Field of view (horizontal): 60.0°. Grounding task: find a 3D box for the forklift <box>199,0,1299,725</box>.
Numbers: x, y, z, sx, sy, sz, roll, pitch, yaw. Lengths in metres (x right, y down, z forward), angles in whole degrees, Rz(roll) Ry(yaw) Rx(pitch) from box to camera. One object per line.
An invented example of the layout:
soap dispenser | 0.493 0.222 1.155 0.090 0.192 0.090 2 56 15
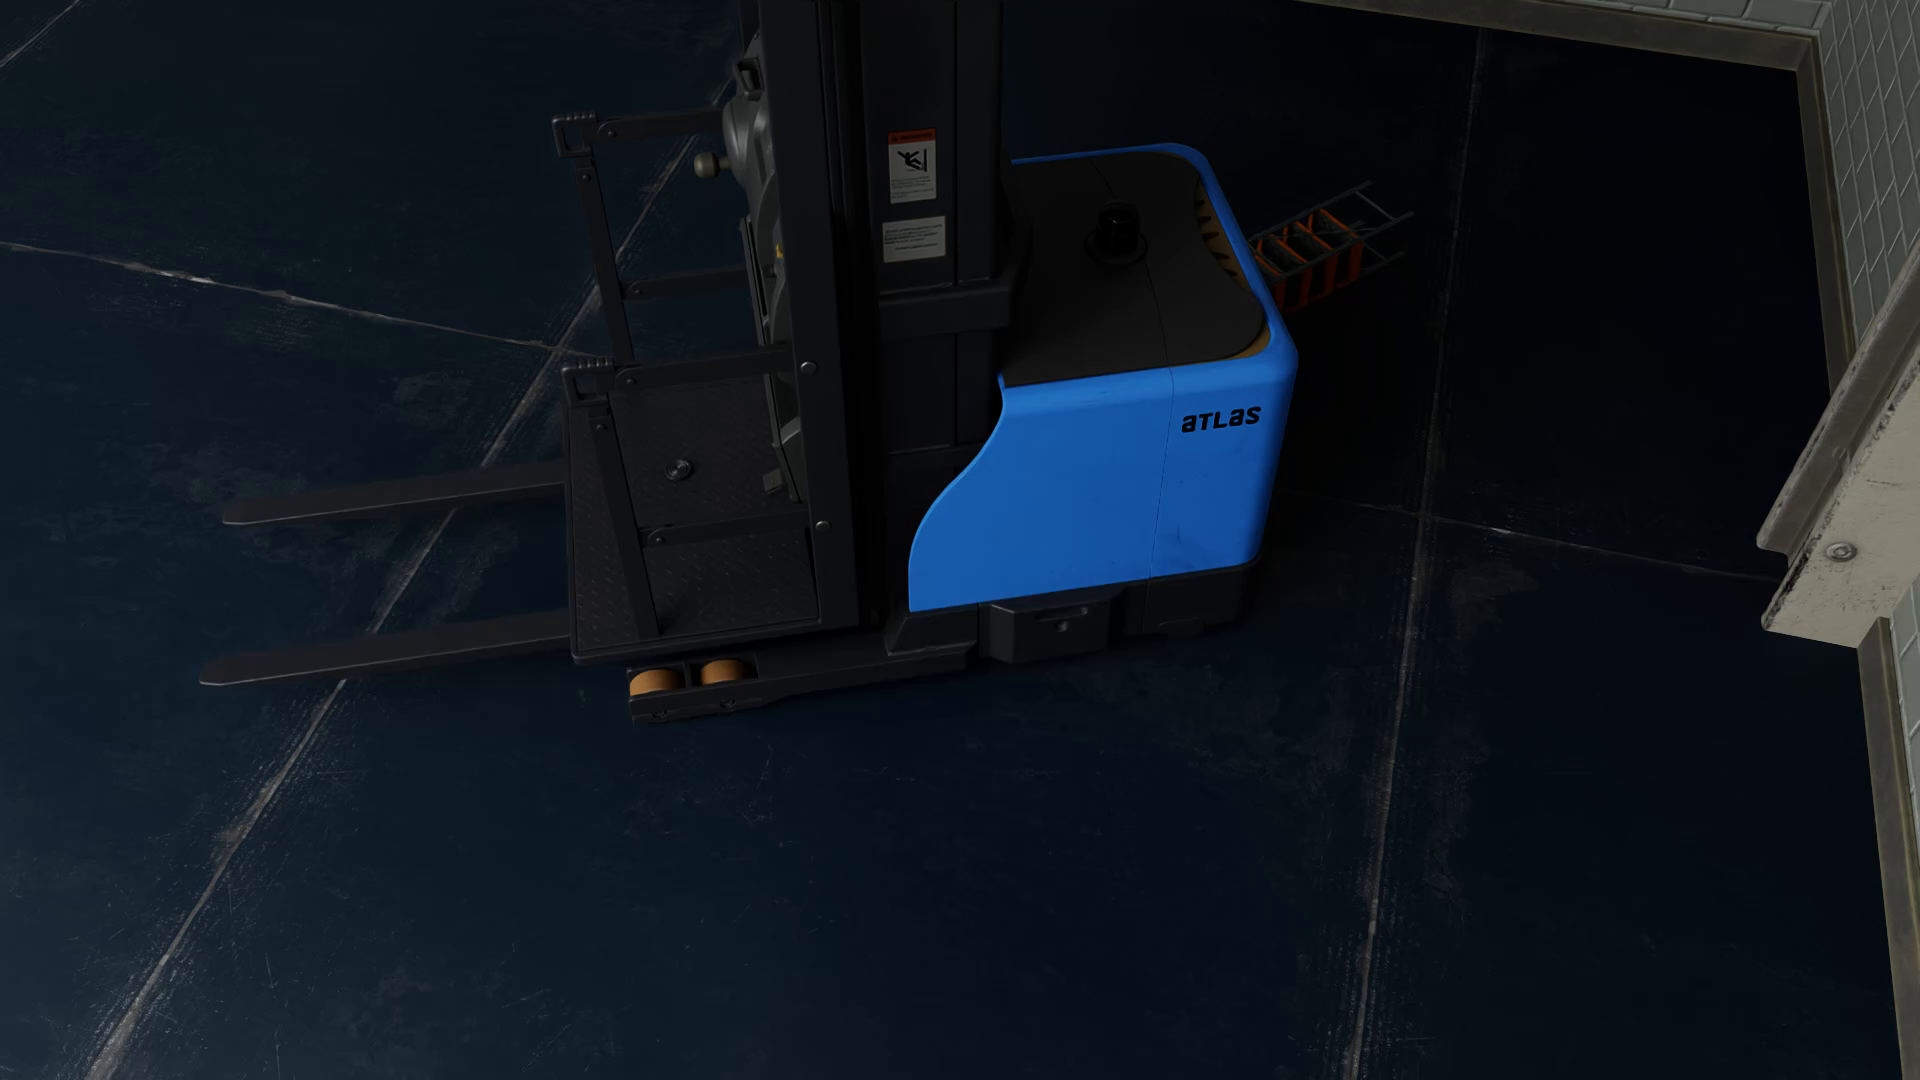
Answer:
forklift | -0.678 -0.876 4.069 3.031 2.935 1.130 -8 49 -7

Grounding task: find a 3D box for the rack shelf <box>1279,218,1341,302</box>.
rack shelf | 1.236 -1.010 5.978 0.103 0.180 0.258 -28 54 -20

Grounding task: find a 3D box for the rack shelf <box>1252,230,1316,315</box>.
rack shelf | 1.136 -0.958 5.937 0.103 0.180 0.258 -28 54 -20

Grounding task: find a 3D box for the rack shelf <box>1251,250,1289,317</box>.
rack shelf | 1.036 -0.906 5.896 0.103 0.180 0.258 -28 54 -20

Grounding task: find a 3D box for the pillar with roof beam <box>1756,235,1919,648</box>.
pillar with roof beam | -1.534 -3.671 2.488 9.100 9.000 0.400 12 50 10

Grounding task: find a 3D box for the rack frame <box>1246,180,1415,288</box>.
rack frame | 1.071 -0.984 5.842 1.200 0.006 0.240 -28 54 -20

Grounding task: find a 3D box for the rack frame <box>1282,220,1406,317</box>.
rack frame | 1.076 -0.866 5.981 1.200 0.006 0.240 -28 54 -20

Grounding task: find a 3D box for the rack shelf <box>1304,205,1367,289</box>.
rack shelf | 1.336 -1.063 6.019 0.103 0.180 0.258 -28 54 -20

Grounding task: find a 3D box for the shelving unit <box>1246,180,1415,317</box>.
shelving unit | 1.073 -0.925 5.911 1.200 0.189 0.258 -28 54 -20
